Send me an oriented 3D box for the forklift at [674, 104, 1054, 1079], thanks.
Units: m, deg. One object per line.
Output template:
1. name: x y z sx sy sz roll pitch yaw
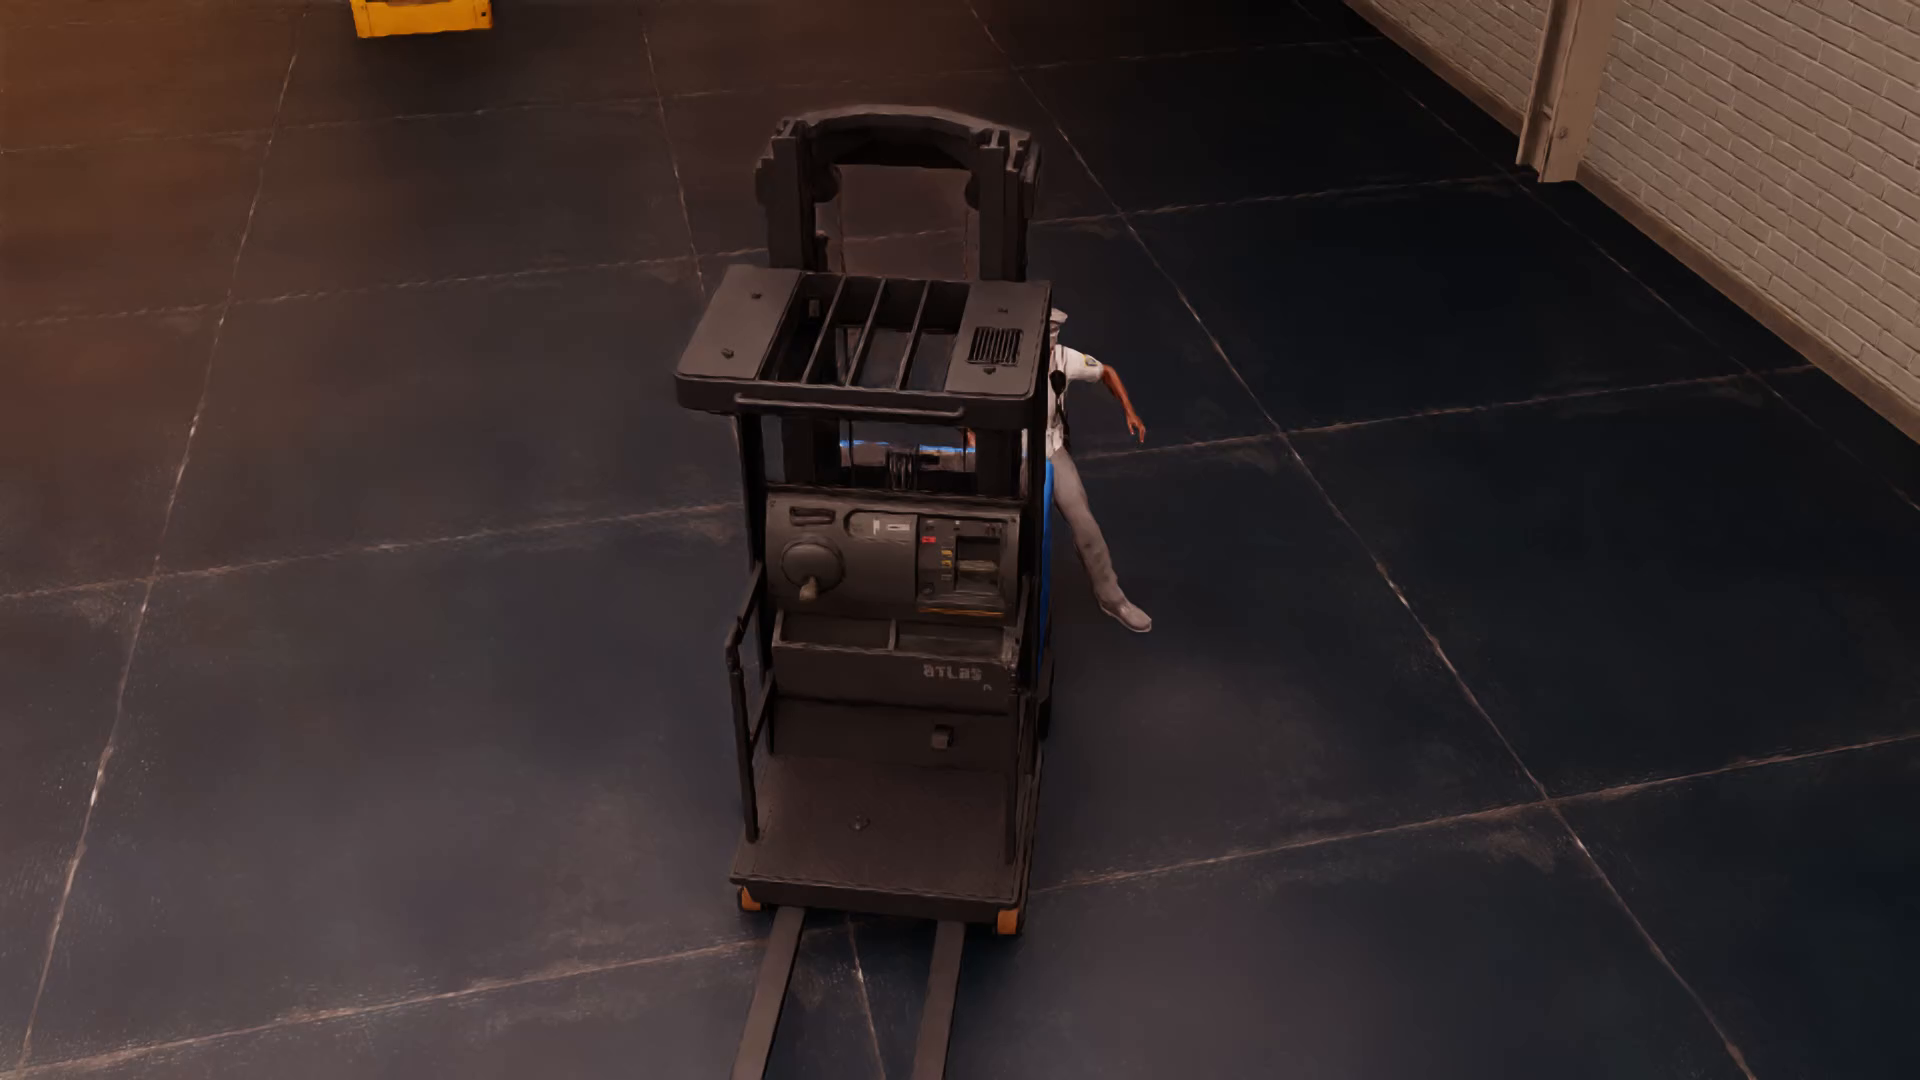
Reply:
1. forklift: -0.271 0.119 5.885 1.130 2.935 3.031 4 36 6

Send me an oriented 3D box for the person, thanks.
1. person: 0.413 -0.342 7.752 0.952 1.524 0.722 -4 36 -5
